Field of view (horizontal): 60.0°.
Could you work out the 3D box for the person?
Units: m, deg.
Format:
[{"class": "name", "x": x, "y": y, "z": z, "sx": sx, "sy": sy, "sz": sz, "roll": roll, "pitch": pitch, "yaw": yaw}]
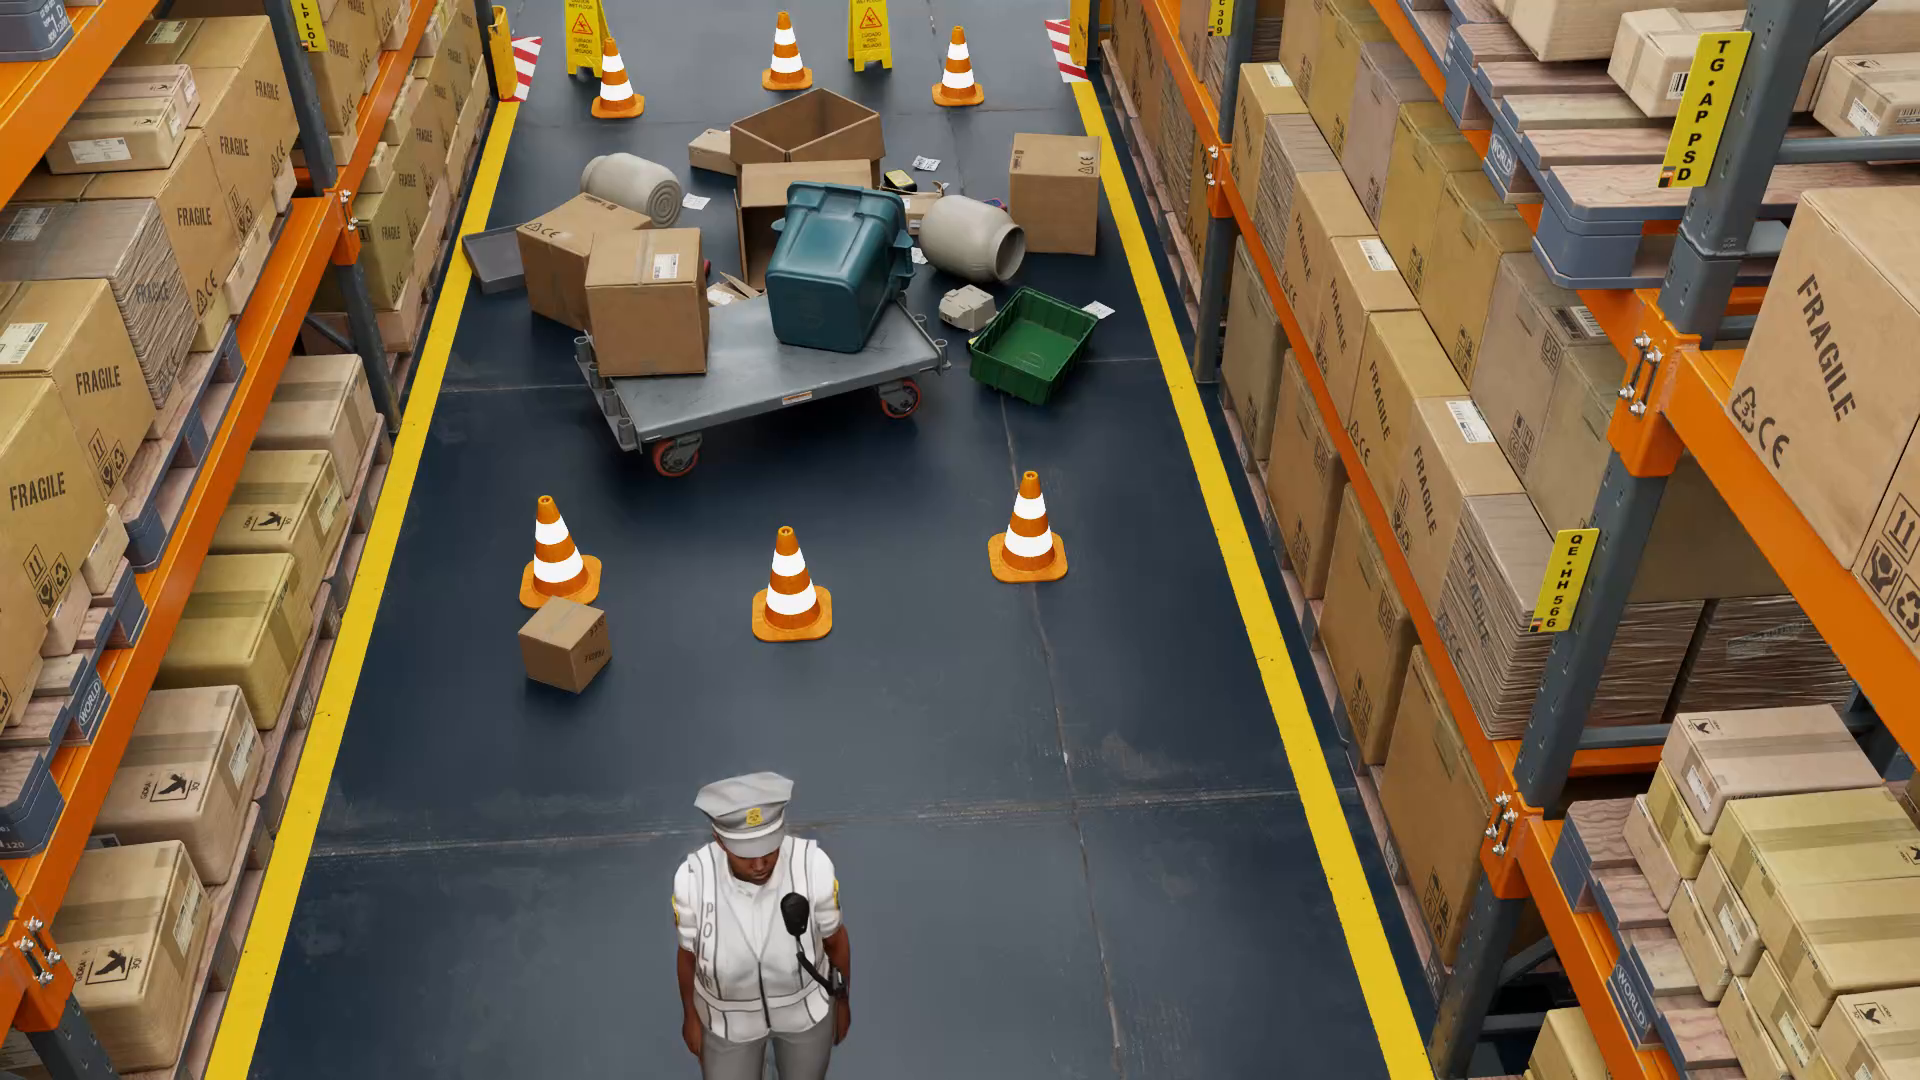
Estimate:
[{"class": "person", "x": -0.529, "y": 1.266, "z": 4.541, "sx": 0.476, "sy": 1.683, "sz": 0.467, "roll": -6, "pitch": 40, "yaw": -7}]
